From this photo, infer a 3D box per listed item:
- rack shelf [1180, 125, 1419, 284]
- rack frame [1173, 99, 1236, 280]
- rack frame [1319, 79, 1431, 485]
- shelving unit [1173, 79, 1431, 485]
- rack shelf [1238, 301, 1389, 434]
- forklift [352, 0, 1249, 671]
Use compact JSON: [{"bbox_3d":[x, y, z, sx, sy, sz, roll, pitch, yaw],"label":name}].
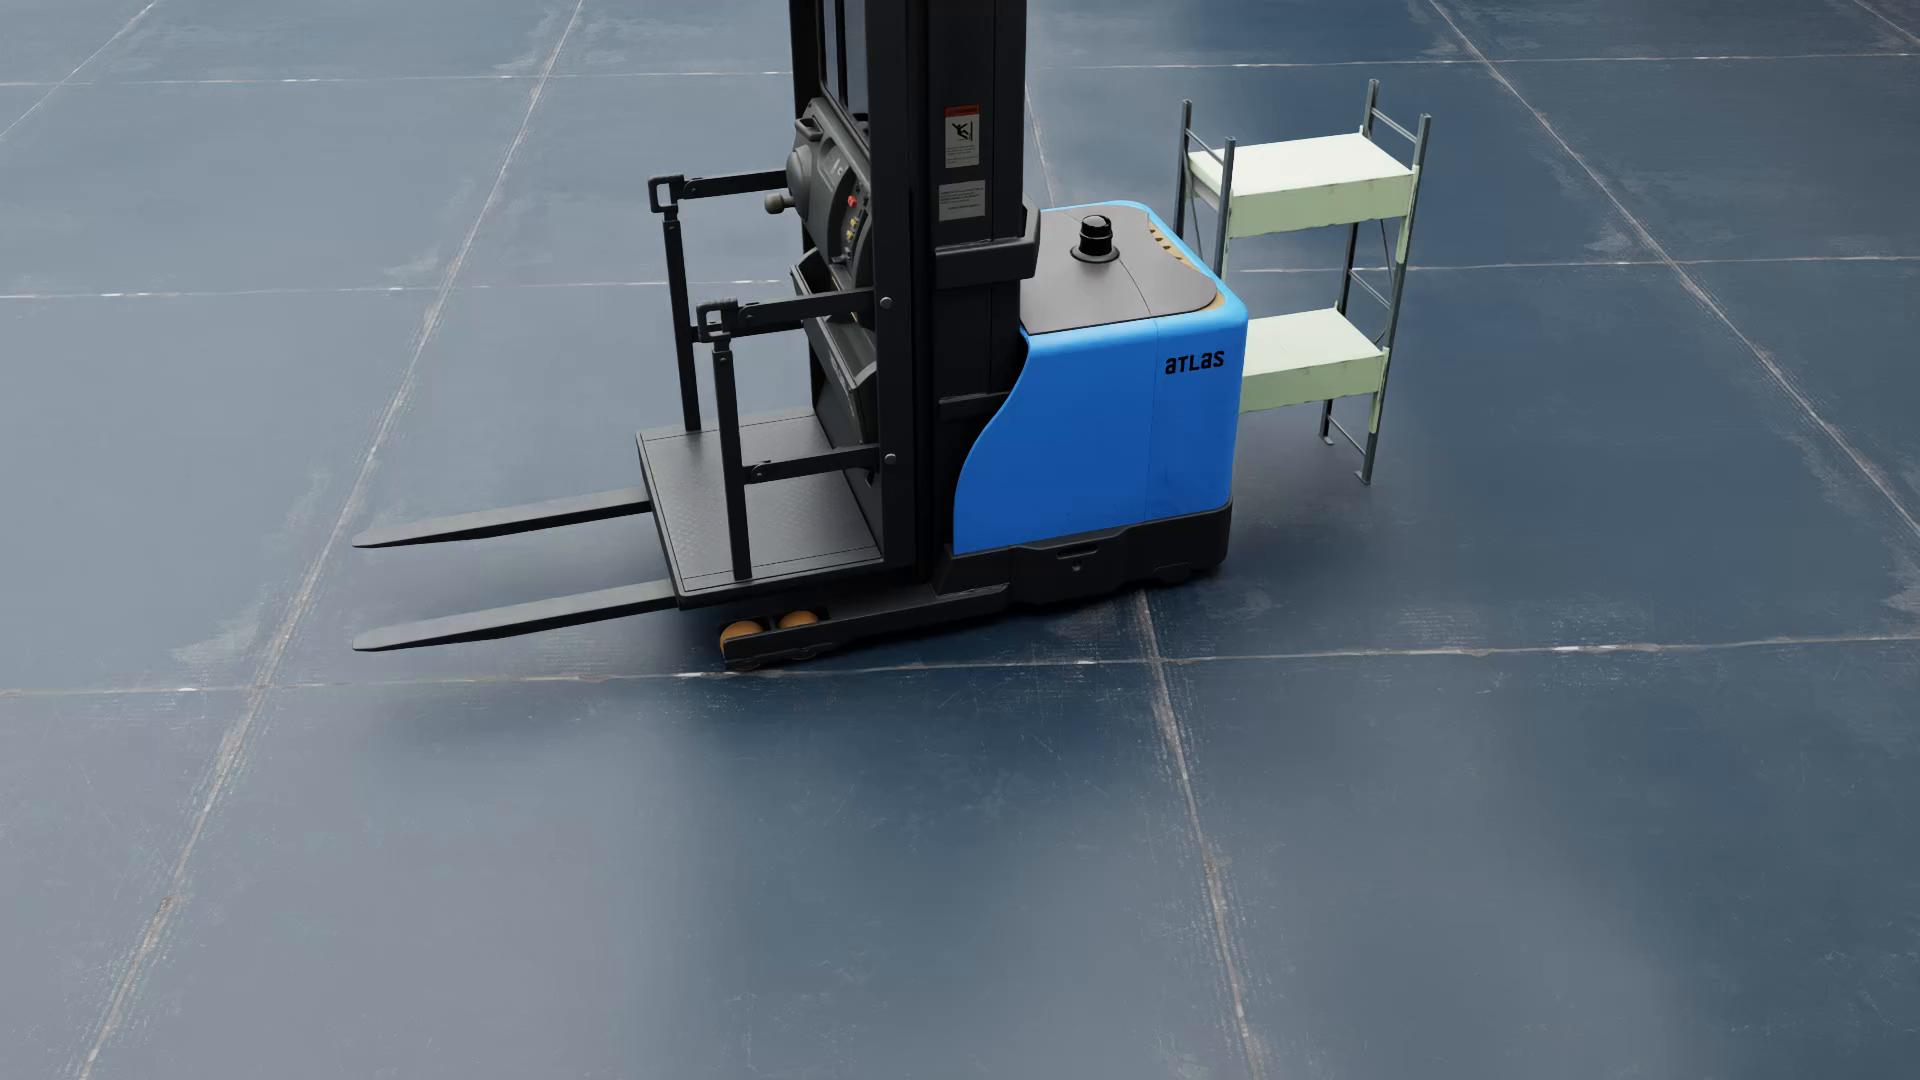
[{"bbox_3d":[1.202,-1.206,5.988,0.720,0.370,0.431,-10,36,-14],"label":"rack shelf"},{"bbox_3d":[0.852,-0.824,6.123,0.023,1.500,0.400,-10,36,-14],"label":"rack frame"},{"bbox_3d":[1.552,-0.945,6.298,0.023,1.500,0.400,-10,36,-14],"label":"rack frame"},{"bbox_3d":[1.202,-0.885,6.211,0.755,1.500,0.431,-10,36,-14],"label":"shelving unit"},{"bbox_3d":[1.202,-0.617,6.396,0.720,0.370,0.431,-10,36,-14],"label":"rack shelf"},{"bbox_3d":[-0.602,-1.101,5.266,3.031,2.935,1.130,-10,36,-14],"label":"forklift"}]
